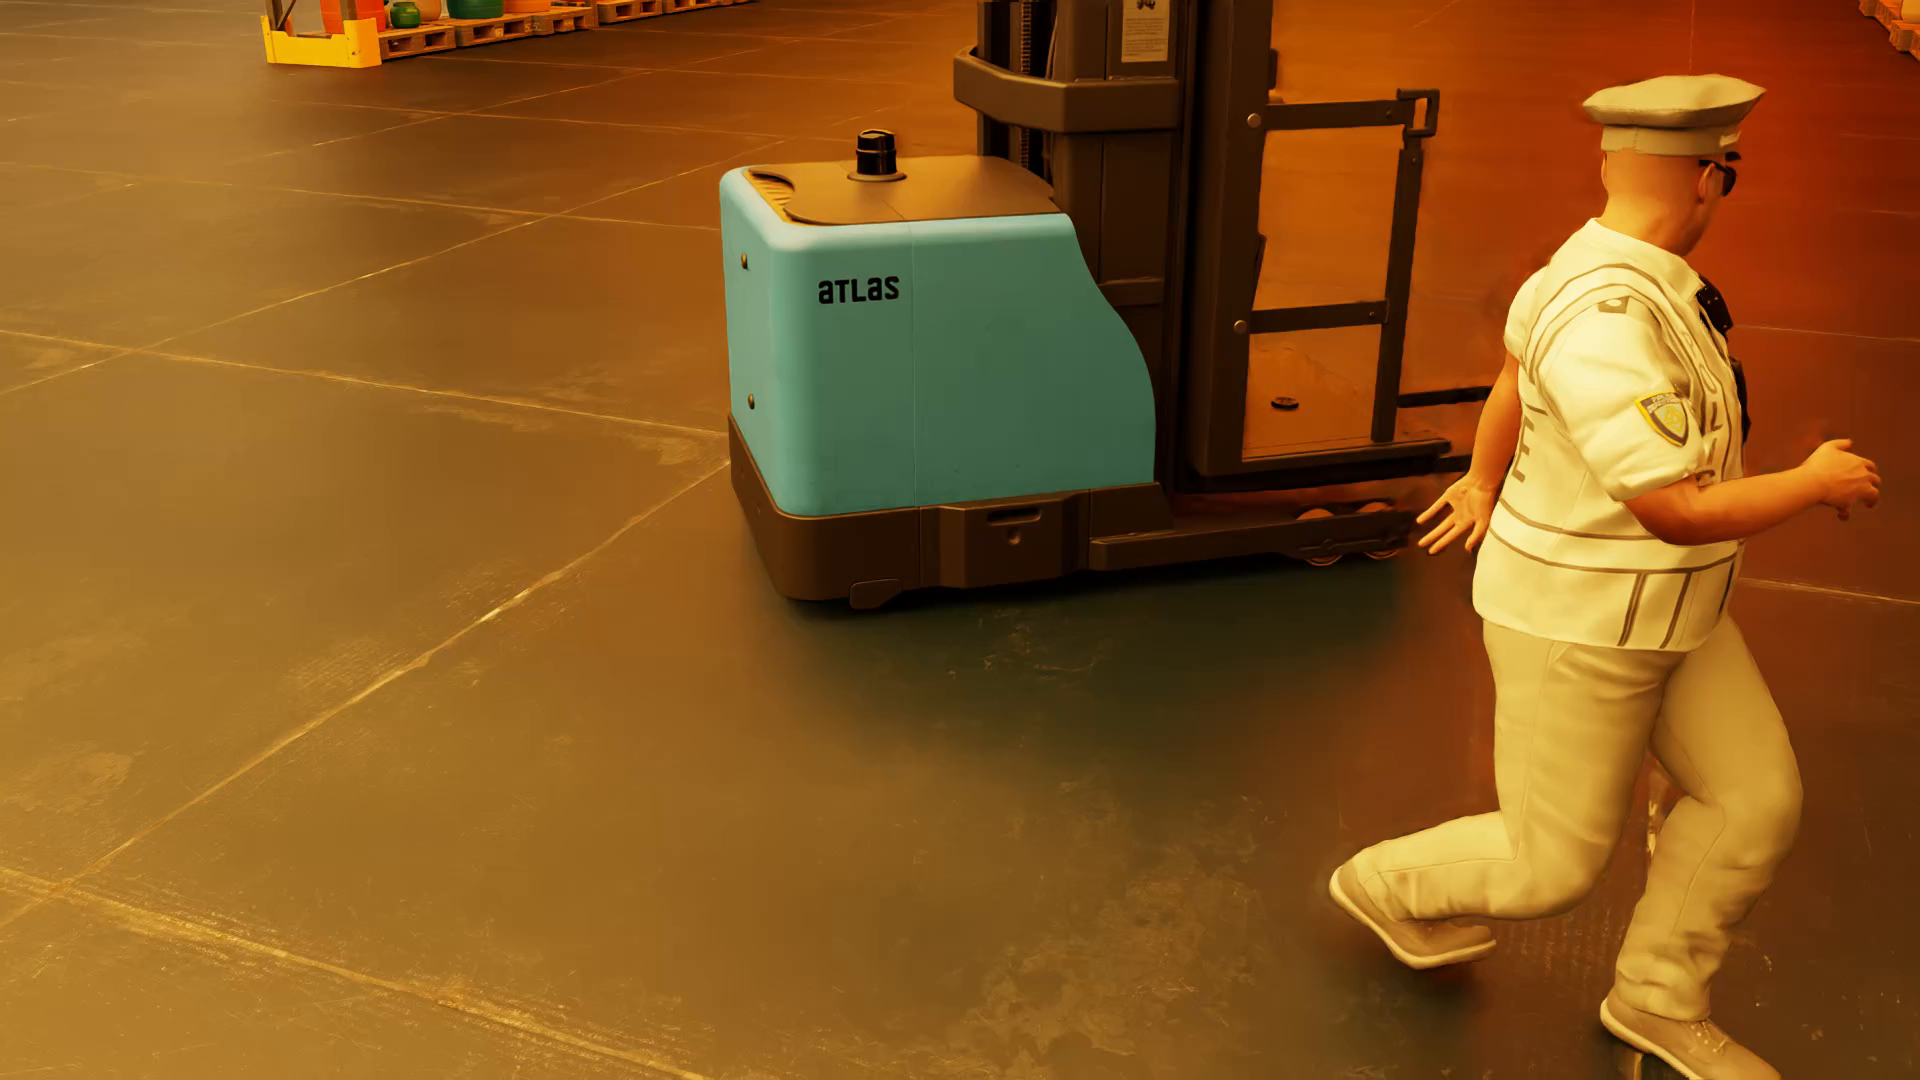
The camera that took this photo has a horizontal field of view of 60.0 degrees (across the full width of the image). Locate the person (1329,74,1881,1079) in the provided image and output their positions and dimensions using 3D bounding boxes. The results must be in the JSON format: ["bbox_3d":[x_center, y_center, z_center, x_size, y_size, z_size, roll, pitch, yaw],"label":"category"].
[{"bbox_3d":[1.063,0.092,2.762,0.886,1.669,0.583,19,29,38],"label":"person"}]

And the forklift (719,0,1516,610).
[{"bbox_3d":[0.842,-1.464,4.795,3.031,2.935,1.130,-6,23,-14],"label":"forklift"}]
